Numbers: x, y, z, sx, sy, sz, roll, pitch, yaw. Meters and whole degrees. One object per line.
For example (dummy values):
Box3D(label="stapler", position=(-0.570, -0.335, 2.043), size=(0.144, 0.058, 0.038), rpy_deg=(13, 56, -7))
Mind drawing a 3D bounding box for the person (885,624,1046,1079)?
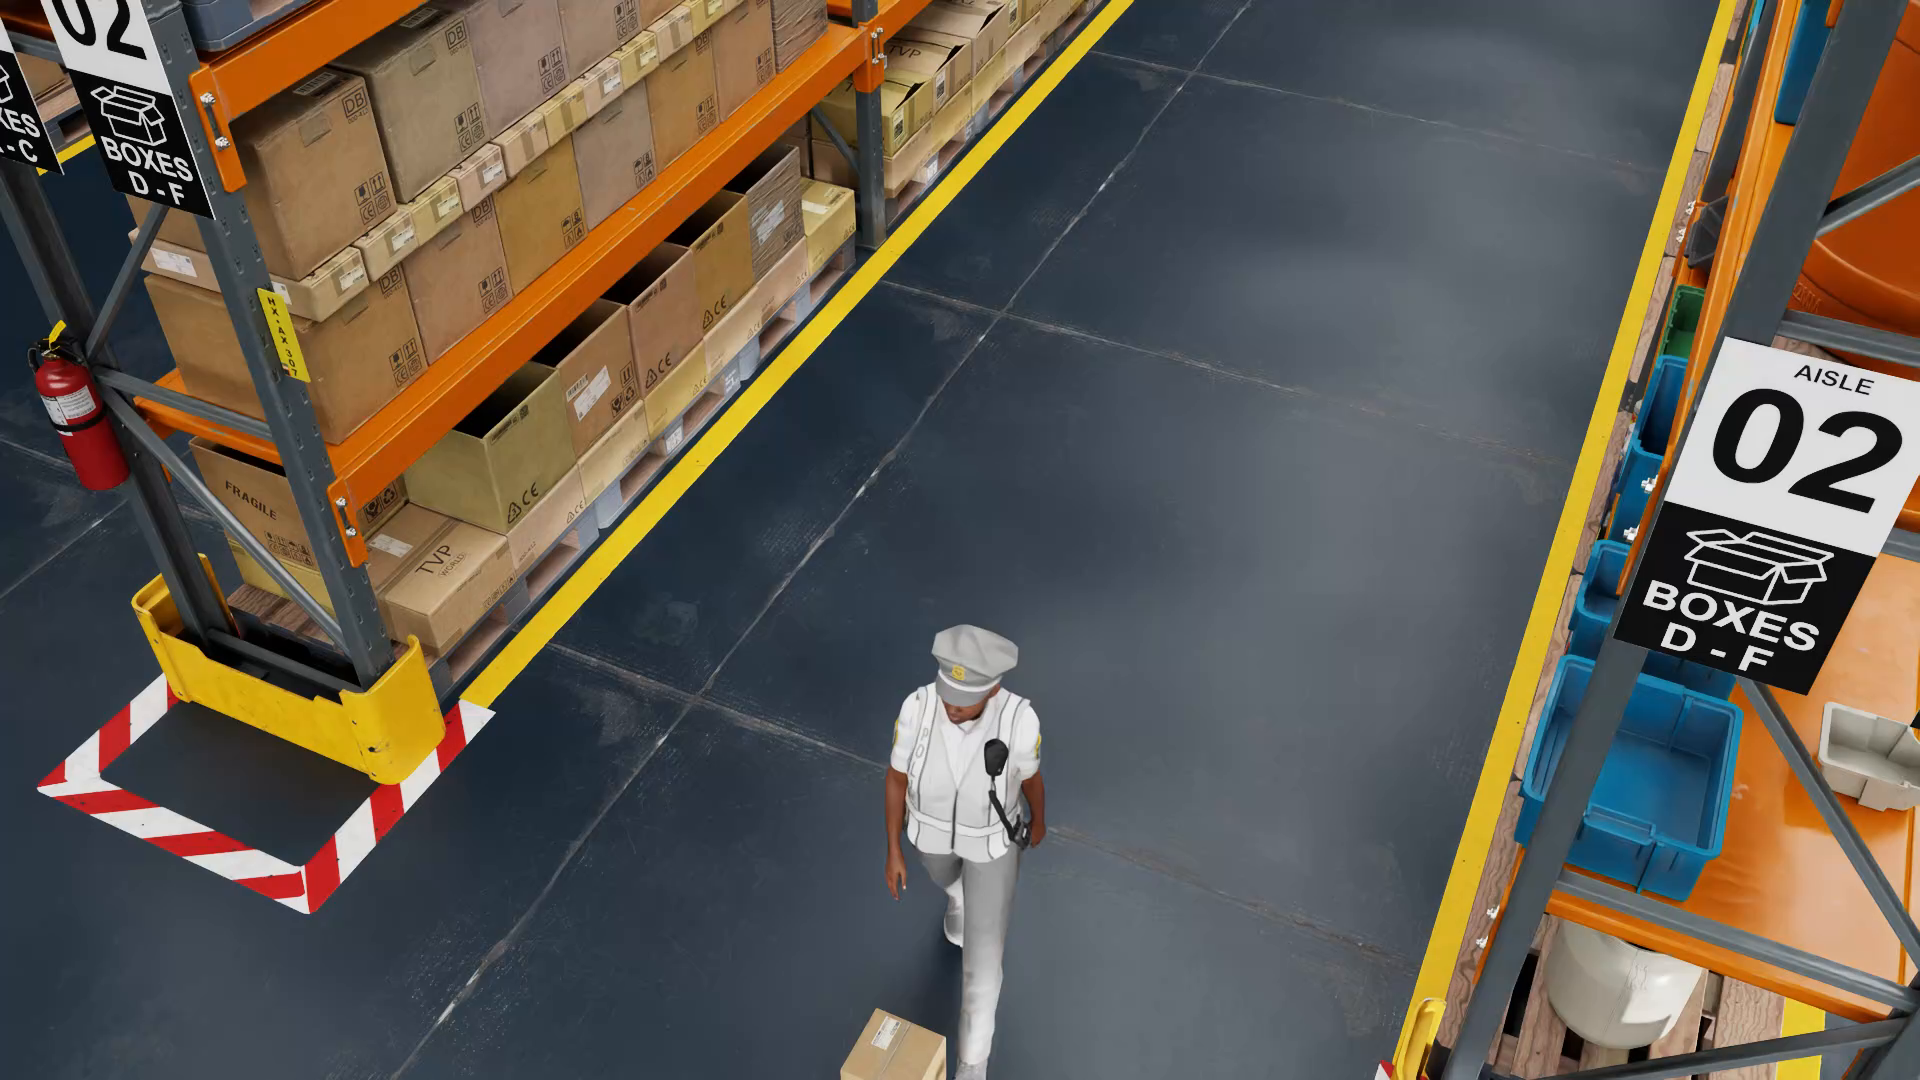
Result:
Box3D(label="person", position=(-0.010, 0.949, 5.110), size=(0.472, 1.631, 0.950), rpy_deg=(10, 43, 11))
